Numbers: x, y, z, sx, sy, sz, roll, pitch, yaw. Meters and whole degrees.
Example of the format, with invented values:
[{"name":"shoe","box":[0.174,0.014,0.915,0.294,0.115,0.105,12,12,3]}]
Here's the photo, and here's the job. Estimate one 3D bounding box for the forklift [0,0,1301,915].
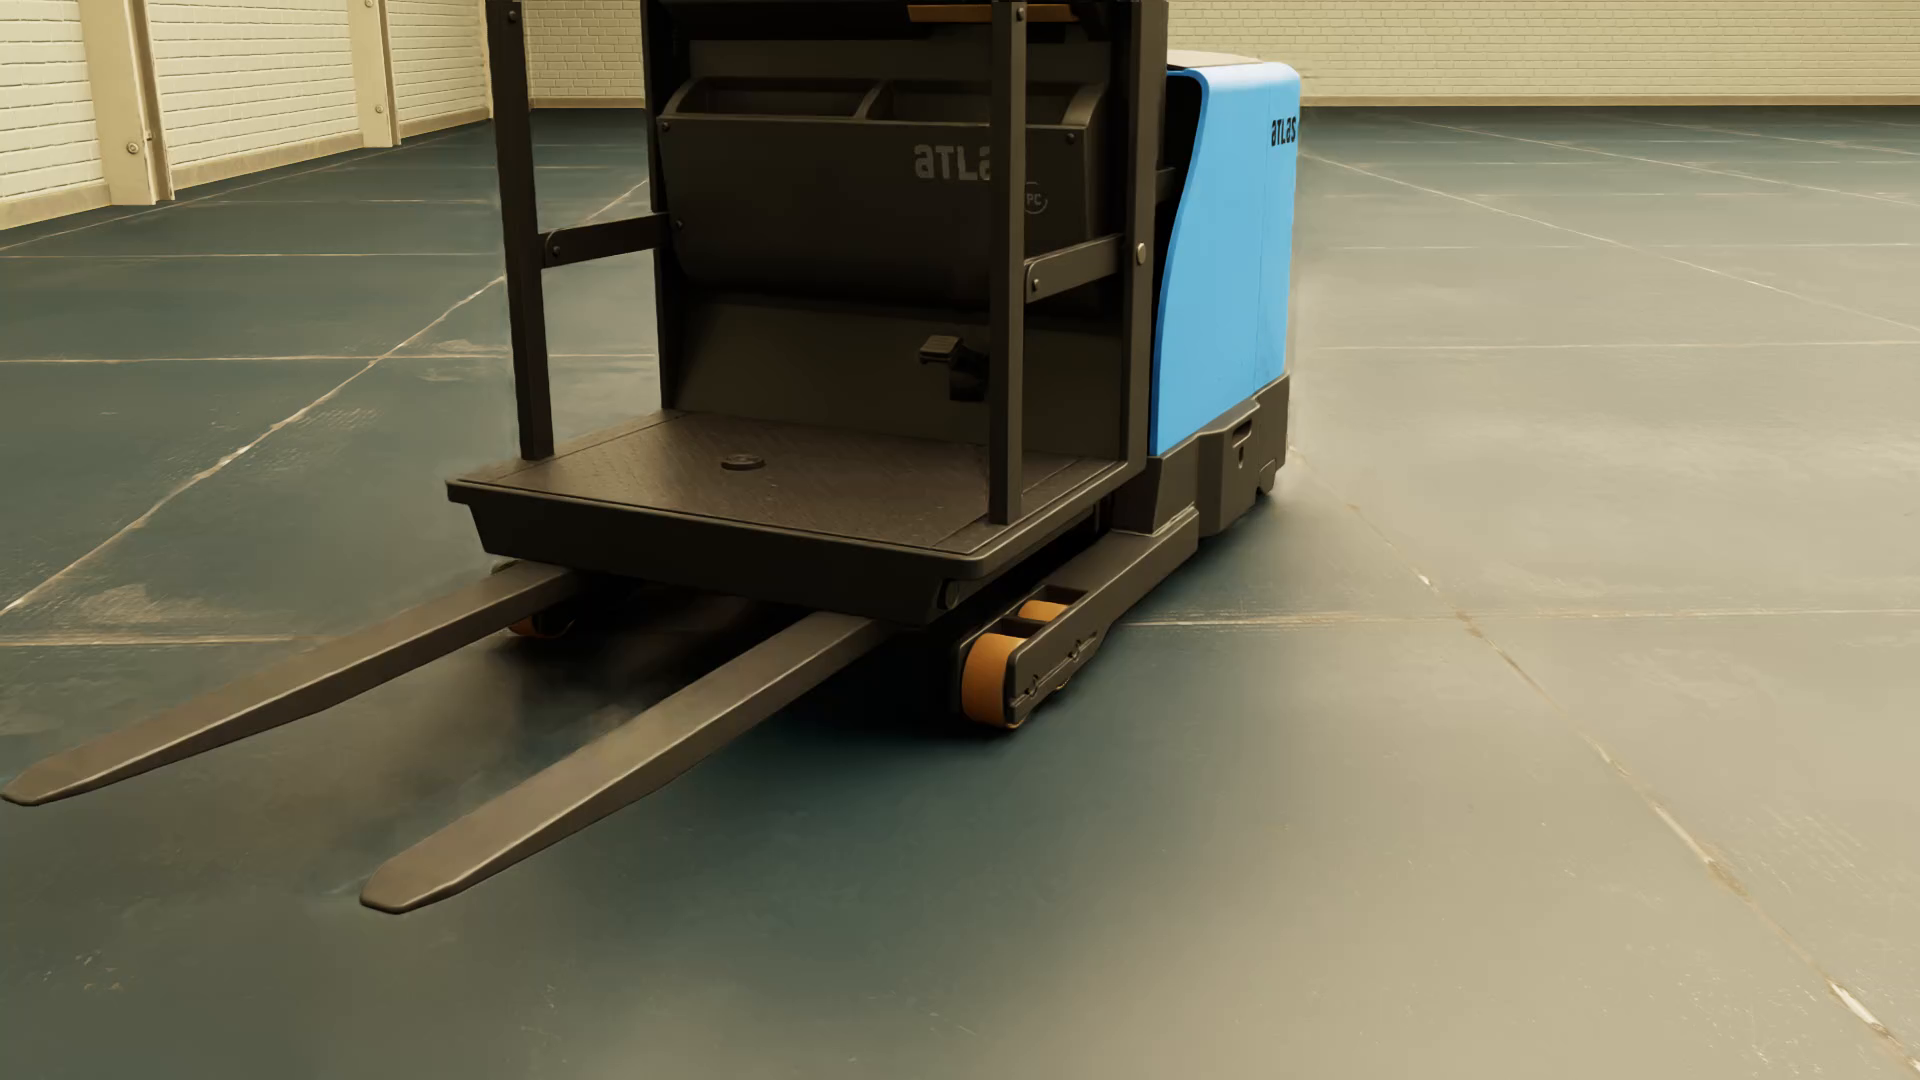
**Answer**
[{"name":"forklift","box":[-0.254,-1.222,2.902,1.130,2.935,3.031,8,19,25]}]
